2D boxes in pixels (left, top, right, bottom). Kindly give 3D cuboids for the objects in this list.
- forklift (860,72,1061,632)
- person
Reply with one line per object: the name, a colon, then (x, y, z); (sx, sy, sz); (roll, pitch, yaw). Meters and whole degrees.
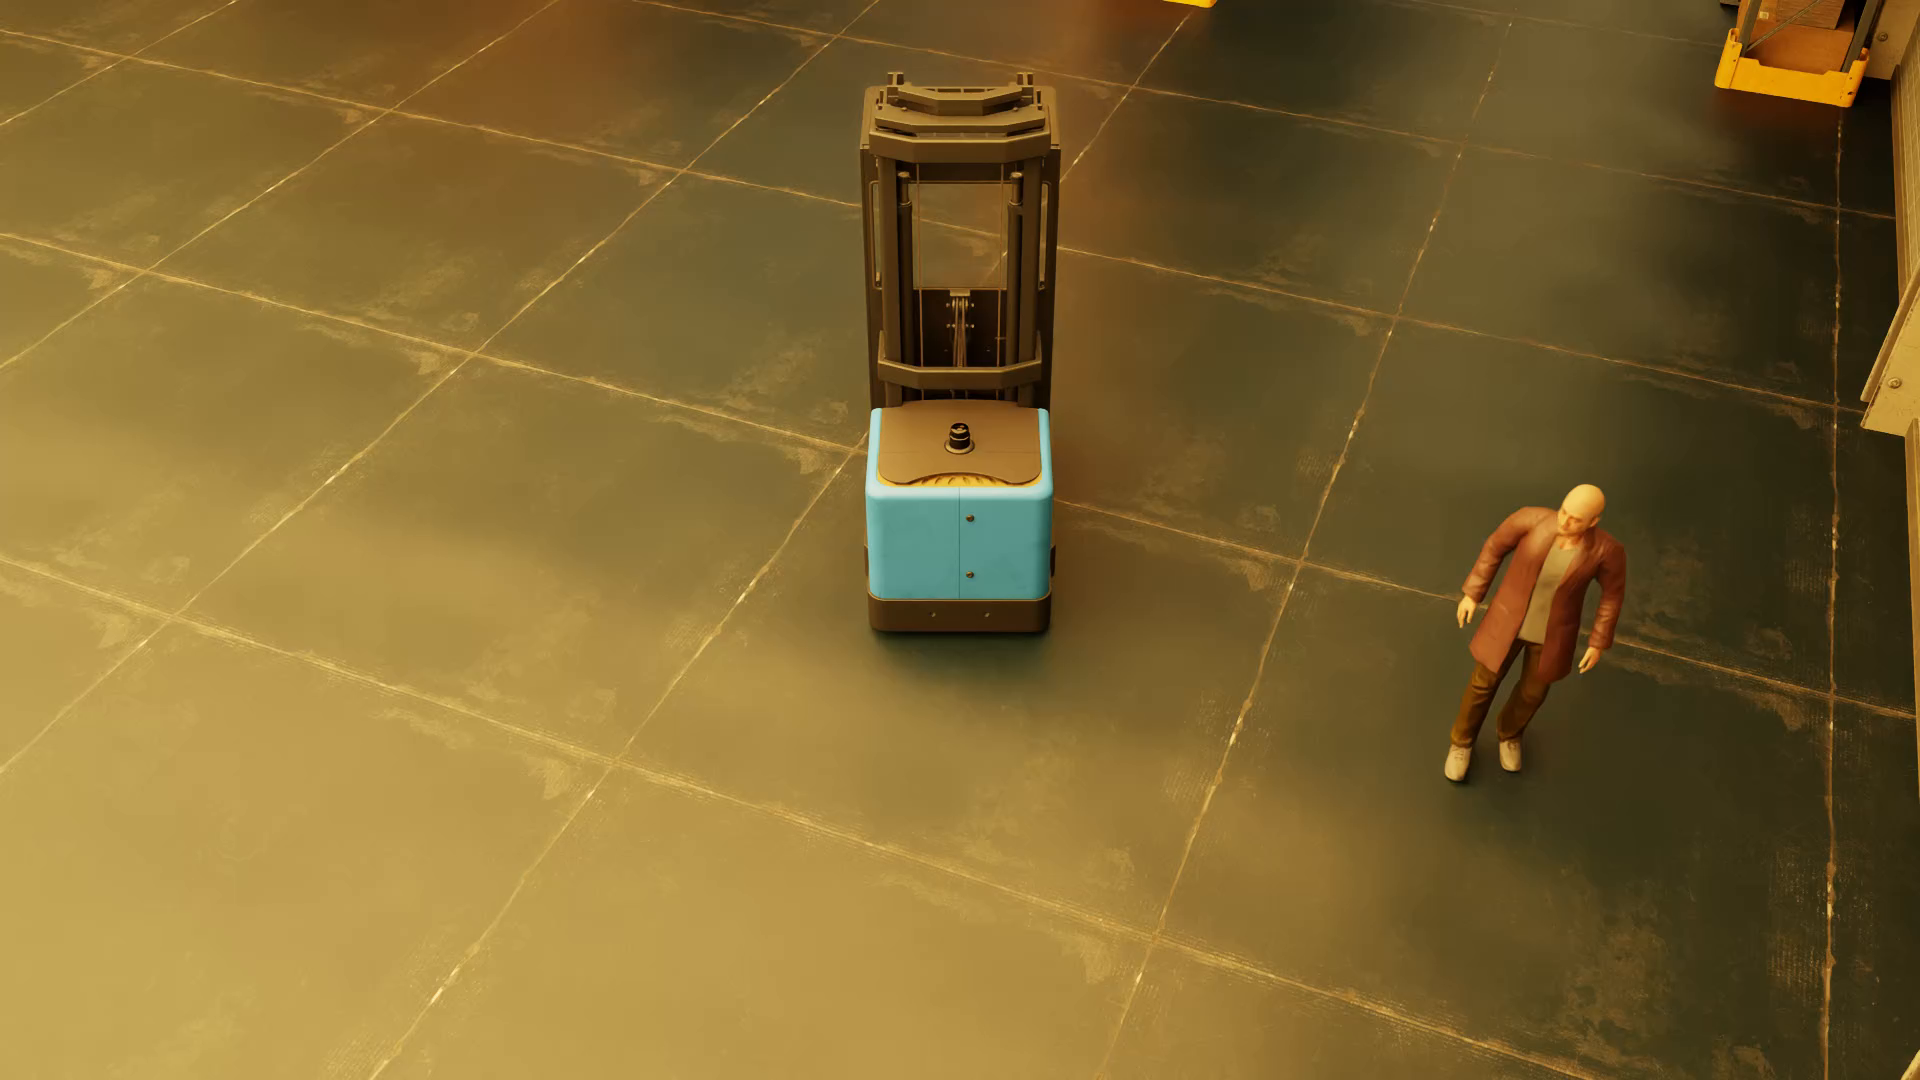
forklift: (0.002, -1.515, 9.816); (1.130, 2.935, 3.031); (0, 40, 0)
person: (2.861, 0.482, 8.330); (0.755, 1.776, 0.563); (14, 42, 16)
